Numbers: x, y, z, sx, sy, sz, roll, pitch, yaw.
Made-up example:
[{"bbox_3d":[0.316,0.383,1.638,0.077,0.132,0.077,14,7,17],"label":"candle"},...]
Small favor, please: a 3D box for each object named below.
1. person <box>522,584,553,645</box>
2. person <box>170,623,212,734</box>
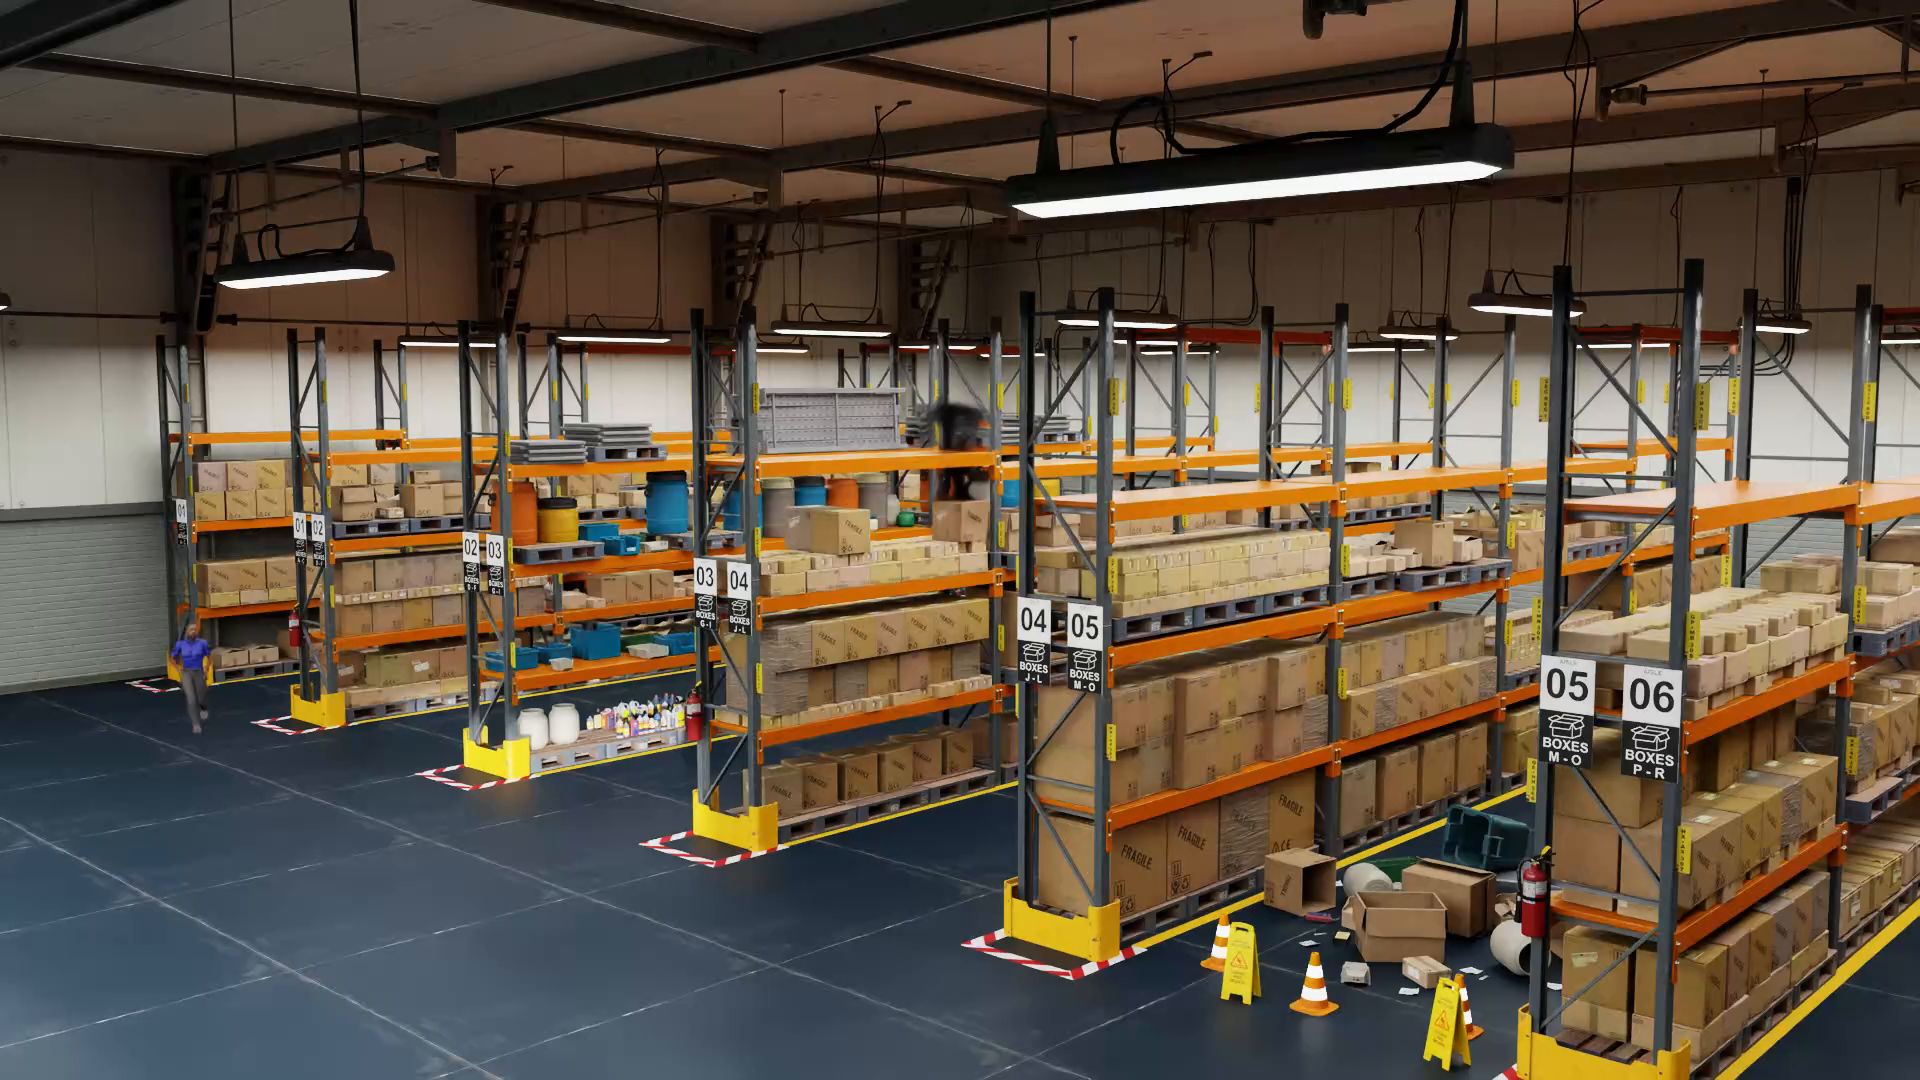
[{"bbox_3d":[-7.840,1.415,30.557,0.663,1.824,0.797,5,7,43],"label":"person"},{"bbox_3d":[-11.458,2.043,24.808,0.581,1.637,0.633,-3,6,-28],"label":"person"}]
